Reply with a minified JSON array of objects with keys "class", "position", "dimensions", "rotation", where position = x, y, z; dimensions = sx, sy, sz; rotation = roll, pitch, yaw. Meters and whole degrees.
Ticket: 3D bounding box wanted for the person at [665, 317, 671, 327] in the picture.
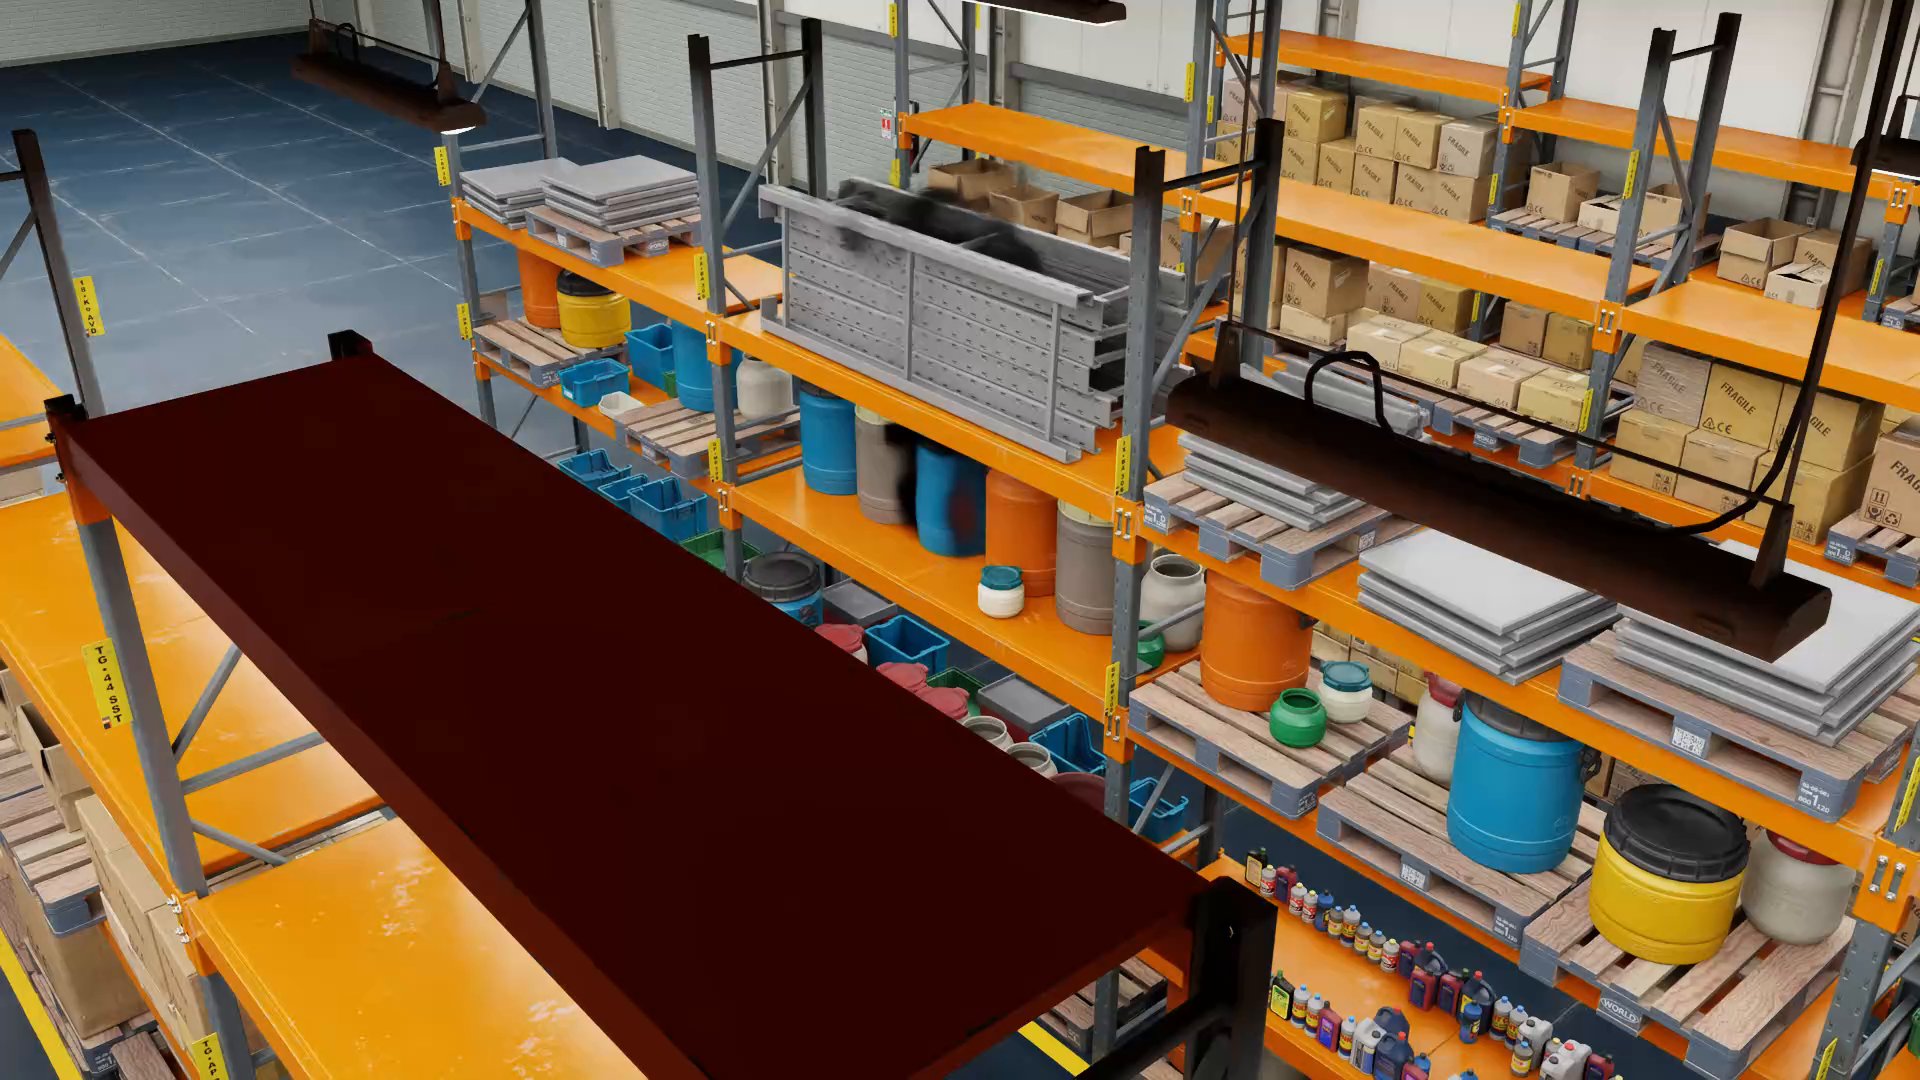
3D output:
[{"class":"person","position":[-3.203,-1.891,19.549],"dimensions":[0.655,1.630,0.608],"rotation":[-6,27,-11]}]
